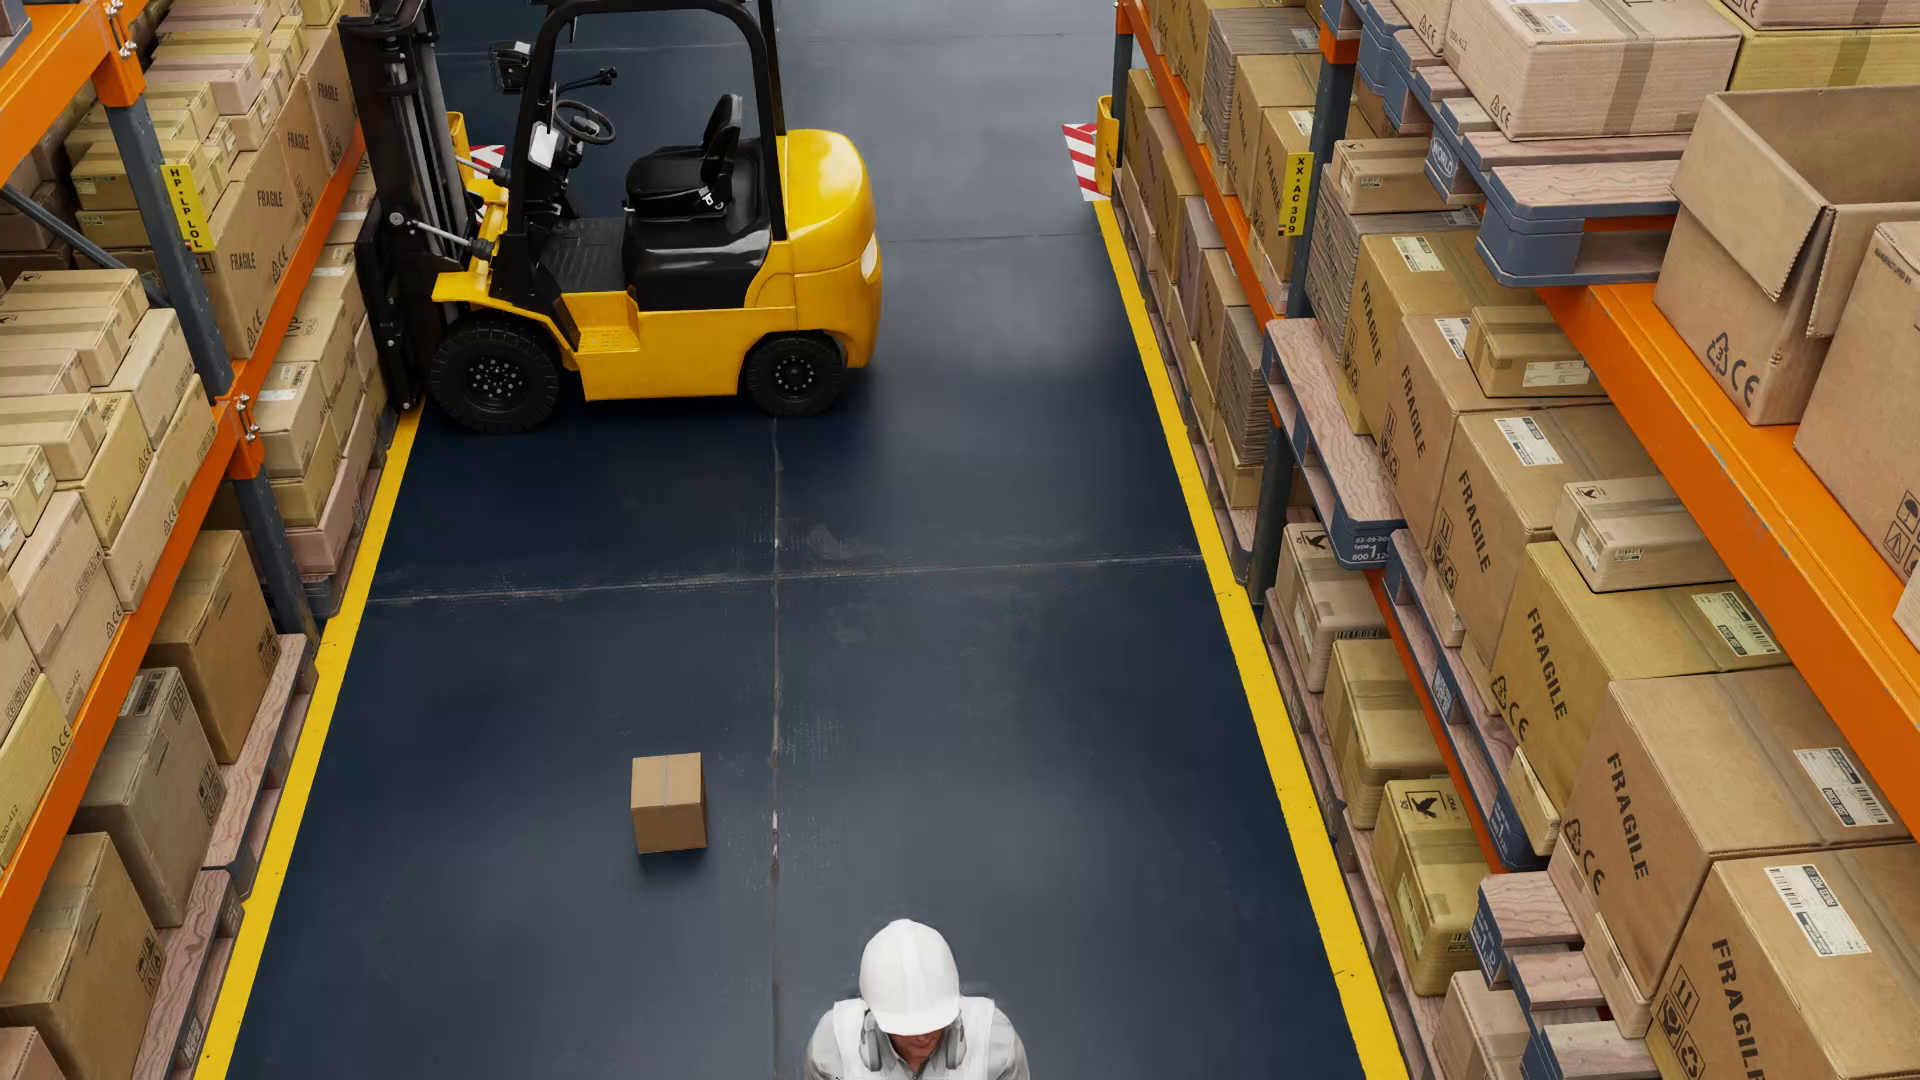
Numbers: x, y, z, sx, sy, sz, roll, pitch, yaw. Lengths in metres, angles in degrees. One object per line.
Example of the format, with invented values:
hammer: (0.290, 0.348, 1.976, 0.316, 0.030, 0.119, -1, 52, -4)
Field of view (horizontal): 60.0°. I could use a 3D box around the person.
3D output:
person: (-0.090, 1.640, 4.116, 0.584, 1.818, 0.715, -5, 39, -6)
